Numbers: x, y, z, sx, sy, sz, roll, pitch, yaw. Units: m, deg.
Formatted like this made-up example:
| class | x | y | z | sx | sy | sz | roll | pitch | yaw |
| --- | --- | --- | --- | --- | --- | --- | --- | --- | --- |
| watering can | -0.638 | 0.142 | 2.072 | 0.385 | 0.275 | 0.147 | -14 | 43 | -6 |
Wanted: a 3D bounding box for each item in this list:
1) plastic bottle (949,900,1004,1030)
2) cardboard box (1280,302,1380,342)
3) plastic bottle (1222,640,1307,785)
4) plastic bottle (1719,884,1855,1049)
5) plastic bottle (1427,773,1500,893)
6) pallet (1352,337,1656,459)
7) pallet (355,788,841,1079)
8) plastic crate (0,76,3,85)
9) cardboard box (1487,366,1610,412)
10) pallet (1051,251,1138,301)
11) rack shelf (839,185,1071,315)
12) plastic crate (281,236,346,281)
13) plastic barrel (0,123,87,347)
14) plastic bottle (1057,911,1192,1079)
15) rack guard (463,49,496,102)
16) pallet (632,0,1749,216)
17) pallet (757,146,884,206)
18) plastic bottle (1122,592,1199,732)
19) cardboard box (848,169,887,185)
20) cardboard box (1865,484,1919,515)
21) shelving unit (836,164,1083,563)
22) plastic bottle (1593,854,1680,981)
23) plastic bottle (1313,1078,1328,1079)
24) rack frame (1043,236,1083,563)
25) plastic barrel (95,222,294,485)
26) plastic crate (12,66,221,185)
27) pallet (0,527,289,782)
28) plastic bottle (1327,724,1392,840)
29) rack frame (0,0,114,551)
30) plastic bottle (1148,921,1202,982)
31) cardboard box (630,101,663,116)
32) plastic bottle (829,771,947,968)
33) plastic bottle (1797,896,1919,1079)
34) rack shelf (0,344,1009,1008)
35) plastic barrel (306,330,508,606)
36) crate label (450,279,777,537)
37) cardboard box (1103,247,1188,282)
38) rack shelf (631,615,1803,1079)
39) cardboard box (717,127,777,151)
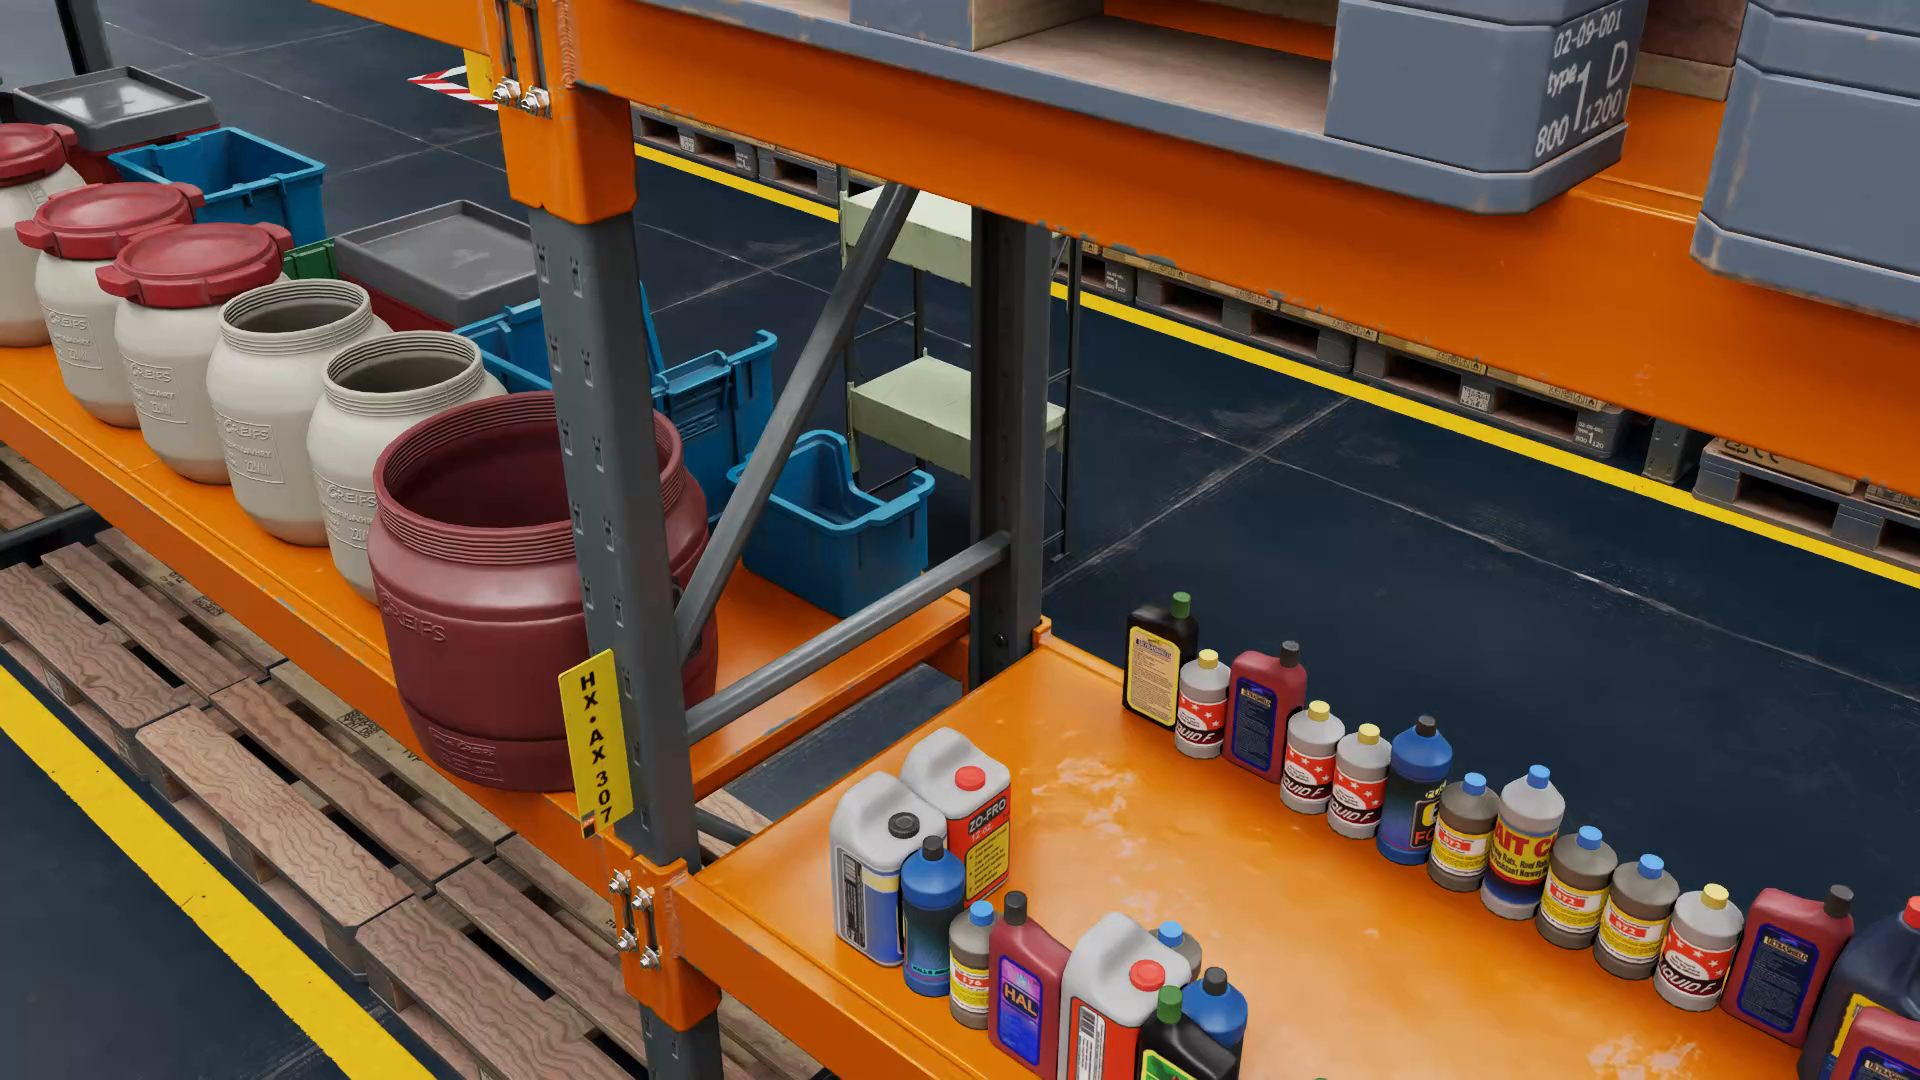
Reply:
| class | x | y | z | sx | sy | sz | roll | pitch | yaw |
| --- | --- | --- | --- | --- | --- | --- | --- | --- | --- |
| plastic bottle | 0.032 | 0.627 | 2.493 | 0.097 | 0.201 | 0.097 | 0 | 31 | 0 |
| cardboard box | 1.806 | -1.152 | 7.513 | 0.500 | 0.250 | 0.500 | 26 | 40 | 36 |
| plastic bottle | 0.546 | 0.291 | 2.971 | 0.133 | 0.283 | 0.061 | 25 | 39 | 35 |
| plastic bottle | 1.222 | 0.607 | 2.447 | 0.133 | 0.283 | 0.061 | 25 | 39 | 35 |
| plastic bottle | 0.835 | 0.474 | 2.747 | 0.097 | 0.201 | 0.097 | 0 | 31 | 0 |
| pallet | 2.531 | -0.814 | 7.397 | 1.213 | 0.211 | 1.003 | 25 | 39 | 35 |
| pallet | -0.760 | 1.096 | 4.225 | 1.213 | 0.211 | 1.003 | 25 | 39 | 35 |
| plastic crate | -3.994 | -1.687 | 6.350 | 0.662 | 0.188 | 0.450 | 25 | 39 | 35 |
| cardboard box | 2.561 | -0.799 | 6.928 | 0.500 | 0.250 | 0.500 | 26 | 40 | 36 |
| pallet | 0.722 | -1.658 | 8.800 | 1.213 | 0.211 | 1.003 | 25 | 39 | 35 |
| rack shelf | -0.005 | -0.979 | 5.666 | 0.720 | 0.370 | 0.431 | 25 | 39 | 35 |
| plastic crate | -1.697 | -0.615 | 4.568 | 0.662 | 0.188 | 0.450 | 25 | 39 | 35 |
| plastic barrel | -2.615 | -0.843 | 4.611 | 0.433 | 0.535 | 0.433 | 0 | 31 | 0 |
| plastic bottle | 0.235 | 0.671 | 2.348 | 0.135 | 0.276 | 0.152 | 25 | 39 | 35 |
| rack guard | -2.834 | -3.415 | 11.438 | 0.348 | 0.500 | 1.175 | 25 | 39 | 35 |
| pallet | 0.290 | -0.718 | 1.809 | 1.213 | 0.211 | 1.003 | 25 | 39 | 35 |
| pallet | -0.412 | -2.190 | 9.682 | 1.213 | 0.211 | 1.003 | 25 | 39 | 35 |
| plastic bottle | 0.375 | 0.211 | 3.104 | 0.133 | 0.283 | 0.061 | 25 | 39 | 35 |
| cardboard box | -0.341 | -2.172 | 9.208 | 0.500 | 0.250 | 0.500 | 25 | 39 | 35 |
| cardboard box | 3.653 | -0.380 | 5.970 | 0.500 | 0.500 | 0.500 | 23 | 38 | 33 |
| shelving unit | -0.005 | -0.645 | 5.867 | 0.755 | 1.500 | 0.431 | 25 | 39 | 35 |
| plastic bottle | 1.052 | 0.575 | 2.579 | 0.097 | 0.201 | 0.097 | 0 | 31 | 0 |
| plastic bottle | 0.475 | 0.811 | 2.107 | 0.133 | 0.283 | 0.061 | 25 | 39 | 35 |
| rack frame | 0.266 | -0.518 | 5.657 | 0.023 | 1.500 | 0.400 | 25 | 39 | 35 |
| plastic barrel | -1.750 | -0.440 | 3.940 | 0.433 | 0.535 | 0.433 | 0 | 31 | 0 |
| plastic crate | -2.613 | -1.177 | 5.235 | 0.583 | 0.464 | 0.402 | 25 | 39 | 35 |
| pallet | -2.569 | 0.251 | 5.628 | 1.213 | 0.211 | 1.003 | 25 | 39 | 35 |
| plastic bottle | 0.691 | 0.407 | 2.859 | 0.097 | 0.201 | 0.097 | 0 | 31 | 0 |
| rack frame | -3.177 | -1.200 | 5.335 | 0.127 | 3.000 | 1.000 | 25 | 39 | 35 |
| plastic bottle | 0.305 | 0.649 | 2.457 | 0.097 | 0.201 | 0.097 | 0 | 31 | 0 |
| cardboard box | -1.825 | -2.864 | 10.357 | 0.500 | 0.250 | 0.500 | 25 | 39 | 35 |
| plastic bottle | -0.108 | 0.511 | 2.614 | 0.135 | 0.276 | 0.152 | 25 | 39 | 35 |
| plastic bottle | 1.312 | 0.649 | 2.312 | 0.185 | 0.351 | 0.144 | 25 | 39 | 35 |
| rack shelf | -1.695 | -0.200 | 4.371 | 4.000 | 0.370 | 1.077 | 25 | 39 | 35 |
| plastic barrel | -1.118 | -0.138 | 3.463 | 0.421 | 0.512 | 0.421 | 0 | 31 | 0 |
| crate label | -0.767 | -0.278 | 3.769 | 0.616 | 0.435 | 0.502 | 25 | 39 | 35 |
| cardboard box | 1.046 | -1.505 | 8.100 | 0.500 | 0.250 | 0.500 | 24 | 38 | 34 |
| rack shelf | 1.271 | 1.185 | 2.071 | 4.000 | 0.370 | 1.077 | 25 | 39 | 35 |
| cardboard box | -1.086 | -2.516 | 9.780 | 0.500 | 0.250 | 0.500 | 25 | 39 | 35 |
